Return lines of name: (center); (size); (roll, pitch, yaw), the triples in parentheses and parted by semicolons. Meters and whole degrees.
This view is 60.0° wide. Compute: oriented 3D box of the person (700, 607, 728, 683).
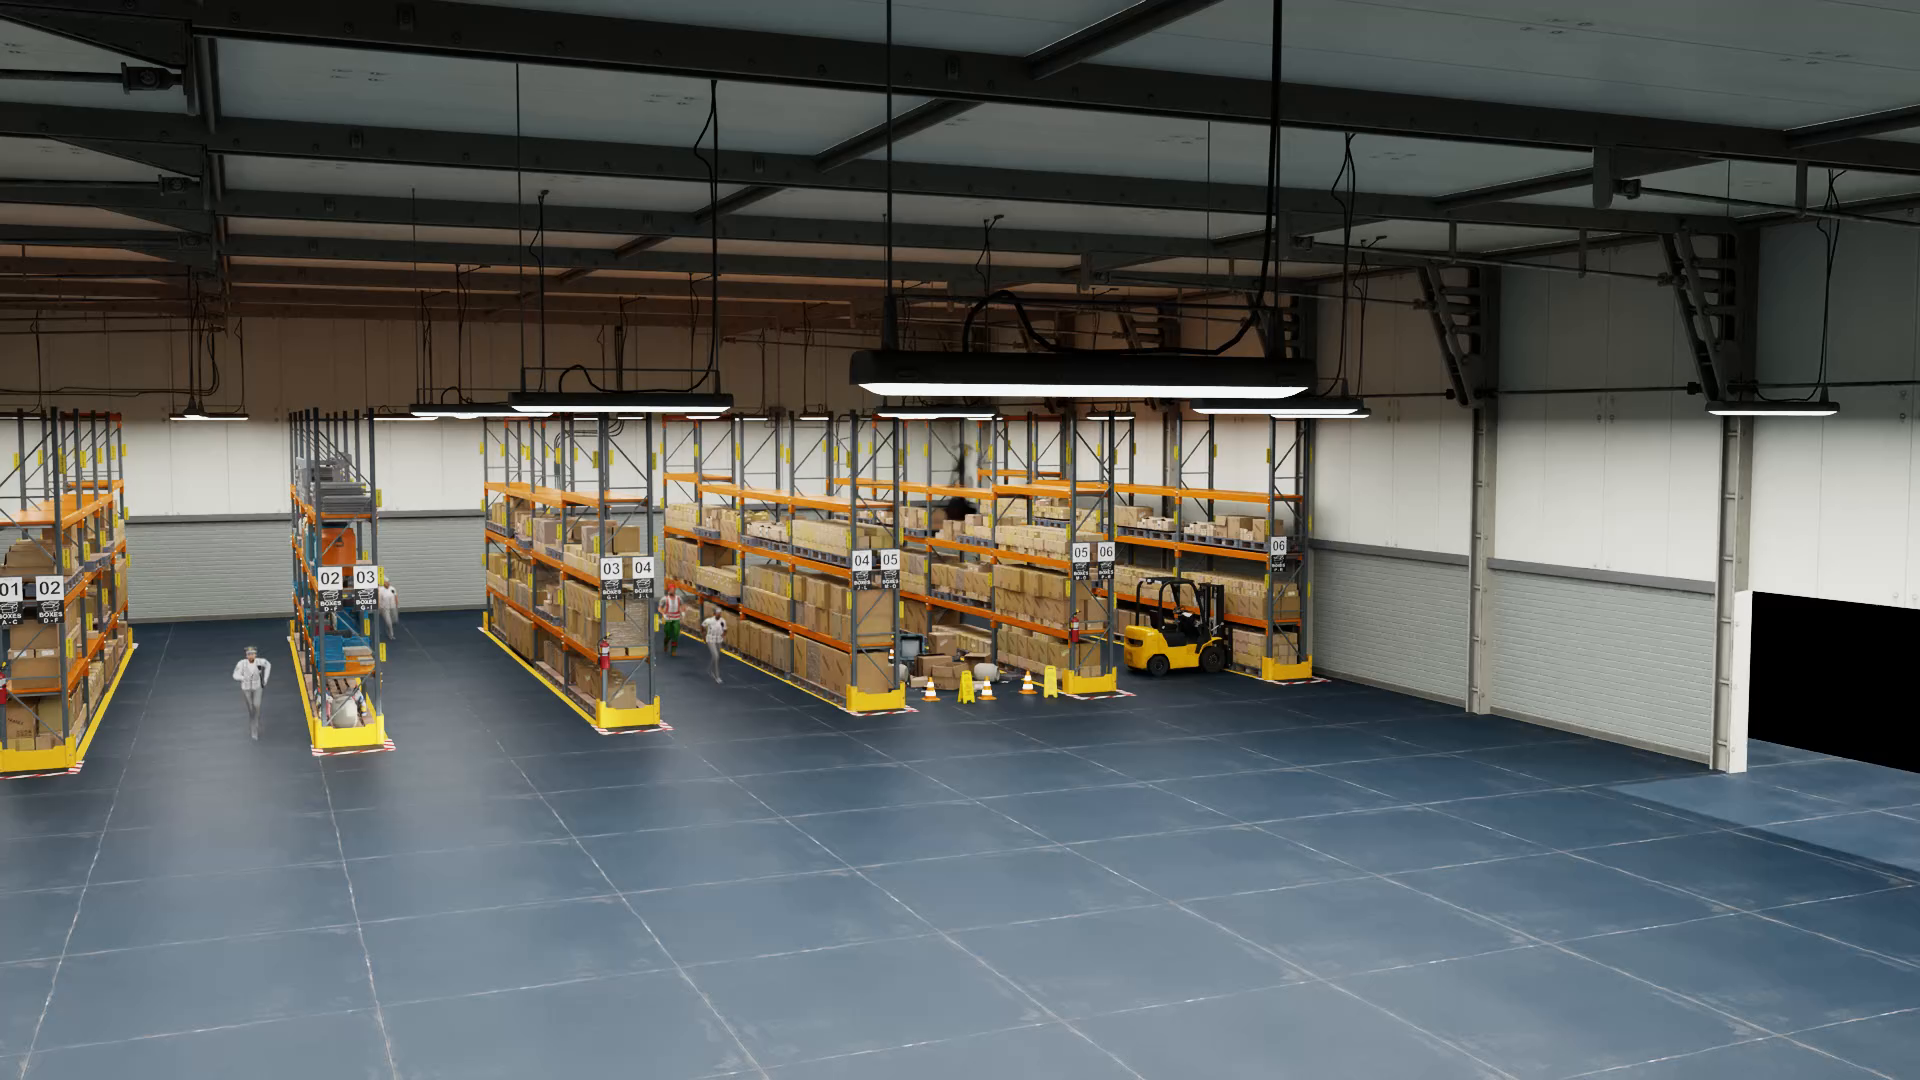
person: (-5.478, 2.312, 37.028); (0.589, 1.699, 0.825); (-2, 5, -32)

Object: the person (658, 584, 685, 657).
person: (-7.127, 1.971, 41.092); (0.660, 1.770, 0.712); (-2, 4, -23)

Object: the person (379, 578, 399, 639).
person: (-15.264, 1.825, 44.280); (0.629, 1.632, 0.547); (-4, 5, -41)

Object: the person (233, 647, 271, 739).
person: (-12.997, 2.763, 30.557); (0.610, 1.695, 0.939); (-1, 4, -16)
